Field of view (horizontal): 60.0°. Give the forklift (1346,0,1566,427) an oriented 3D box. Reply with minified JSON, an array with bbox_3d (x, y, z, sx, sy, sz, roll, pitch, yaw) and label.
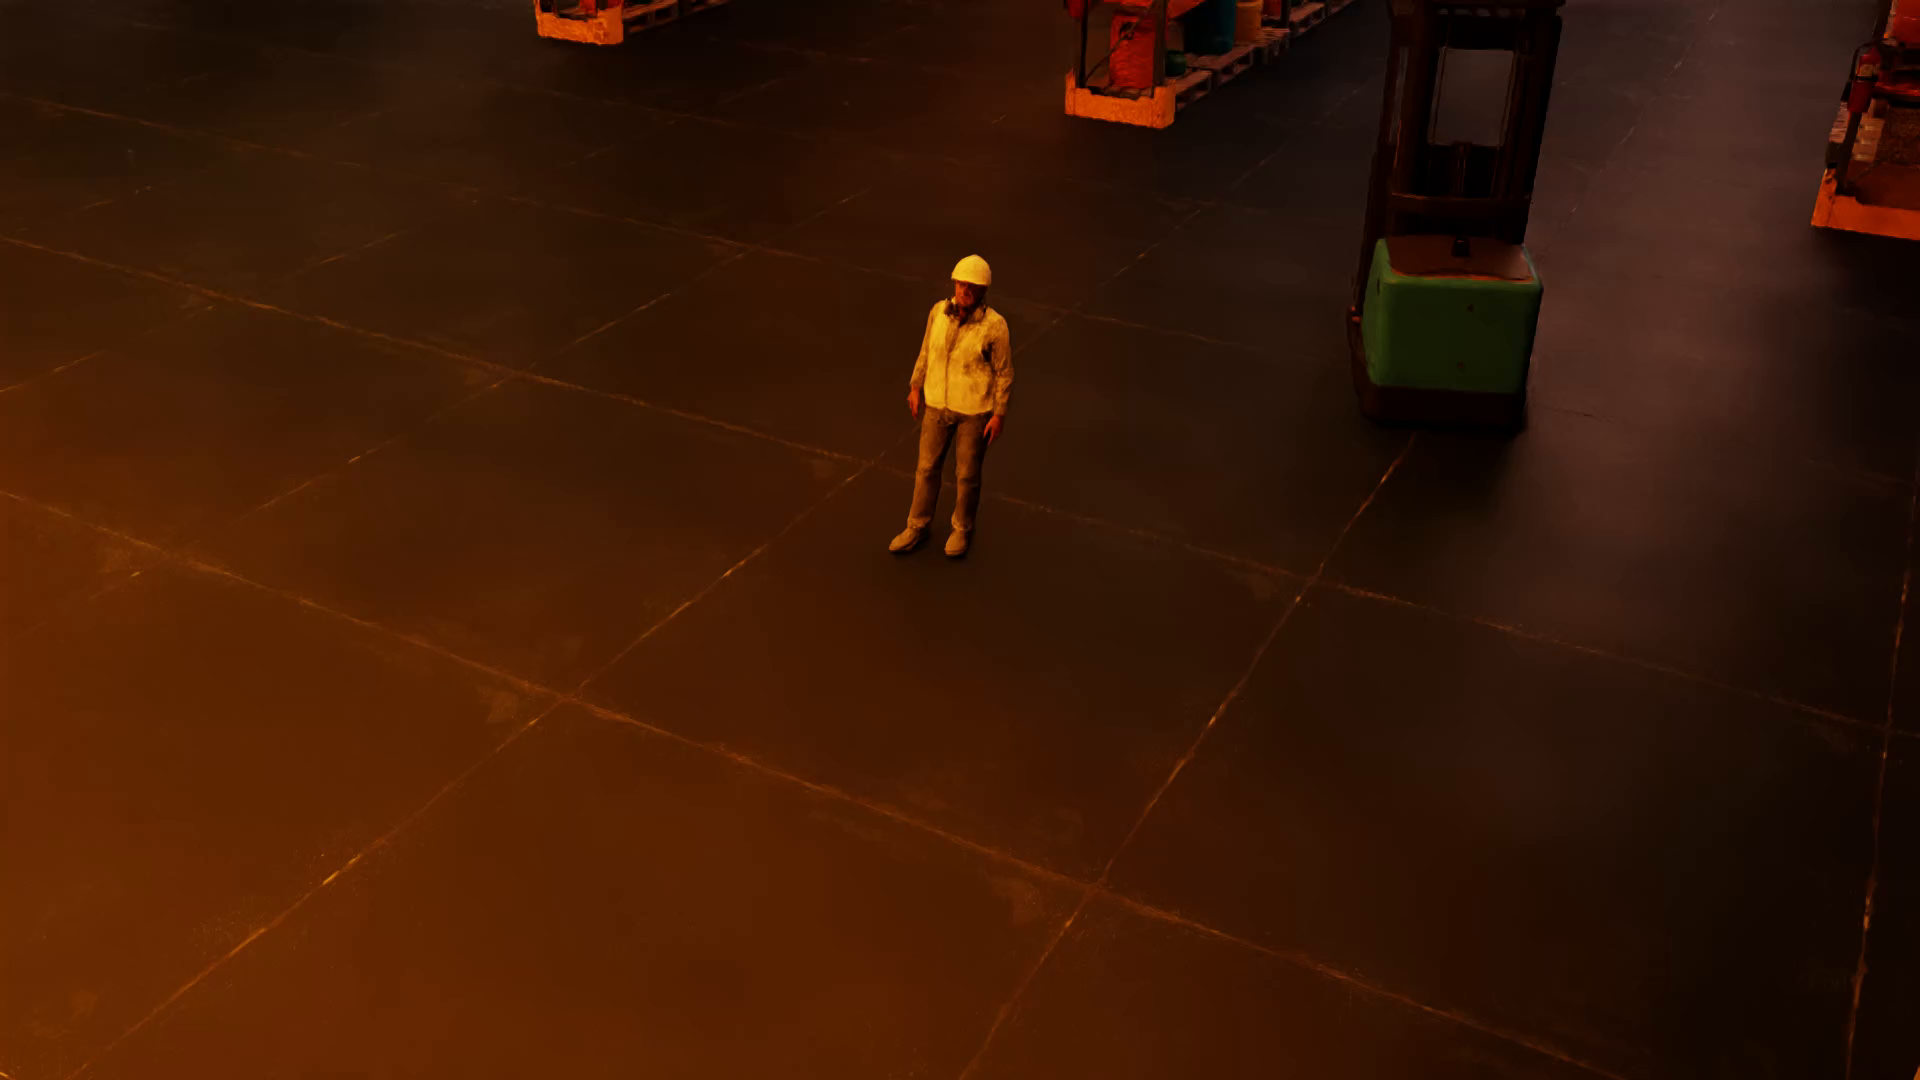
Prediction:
[{"bbox_3d":[3.496,-2.748,11.833,1.130,2.935,3.031,4,30,8],"label":"forklift"}]

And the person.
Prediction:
[{"bbox_3d":[-0.037,-0.749,9.512,0.632,1.773,0.567,15,33,25],"label":"person"}]
